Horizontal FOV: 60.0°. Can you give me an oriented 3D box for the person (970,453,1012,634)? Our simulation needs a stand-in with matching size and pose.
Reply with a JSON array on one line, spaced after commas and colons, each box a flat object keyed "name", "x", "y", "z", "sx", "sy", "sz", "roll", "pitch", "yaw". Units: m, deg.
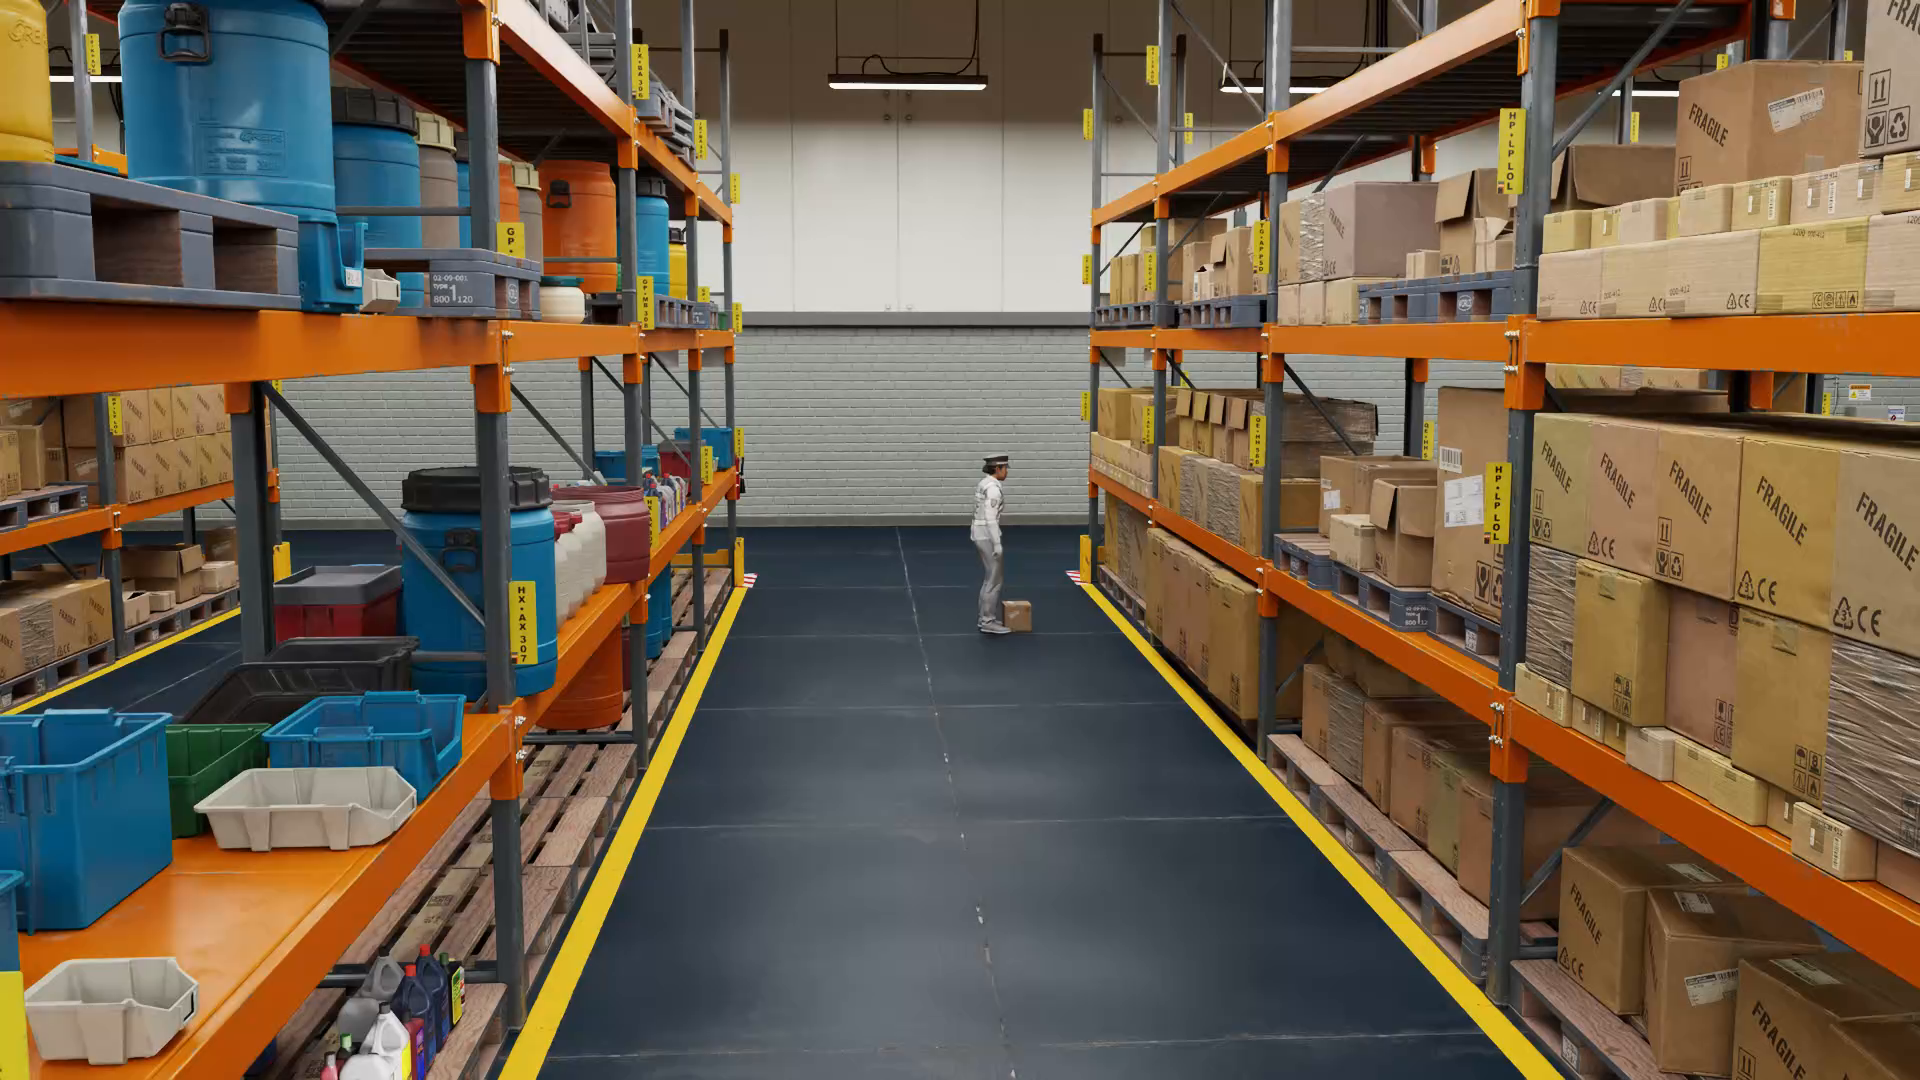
[{"name": "person", "x": 0.290, "y": 0.022, "z": 15.568, "sx": 0.374, "sy": 1.661, "sz": 0.539, "roll": -1, "pitch": 7, "yaw": -7}]
